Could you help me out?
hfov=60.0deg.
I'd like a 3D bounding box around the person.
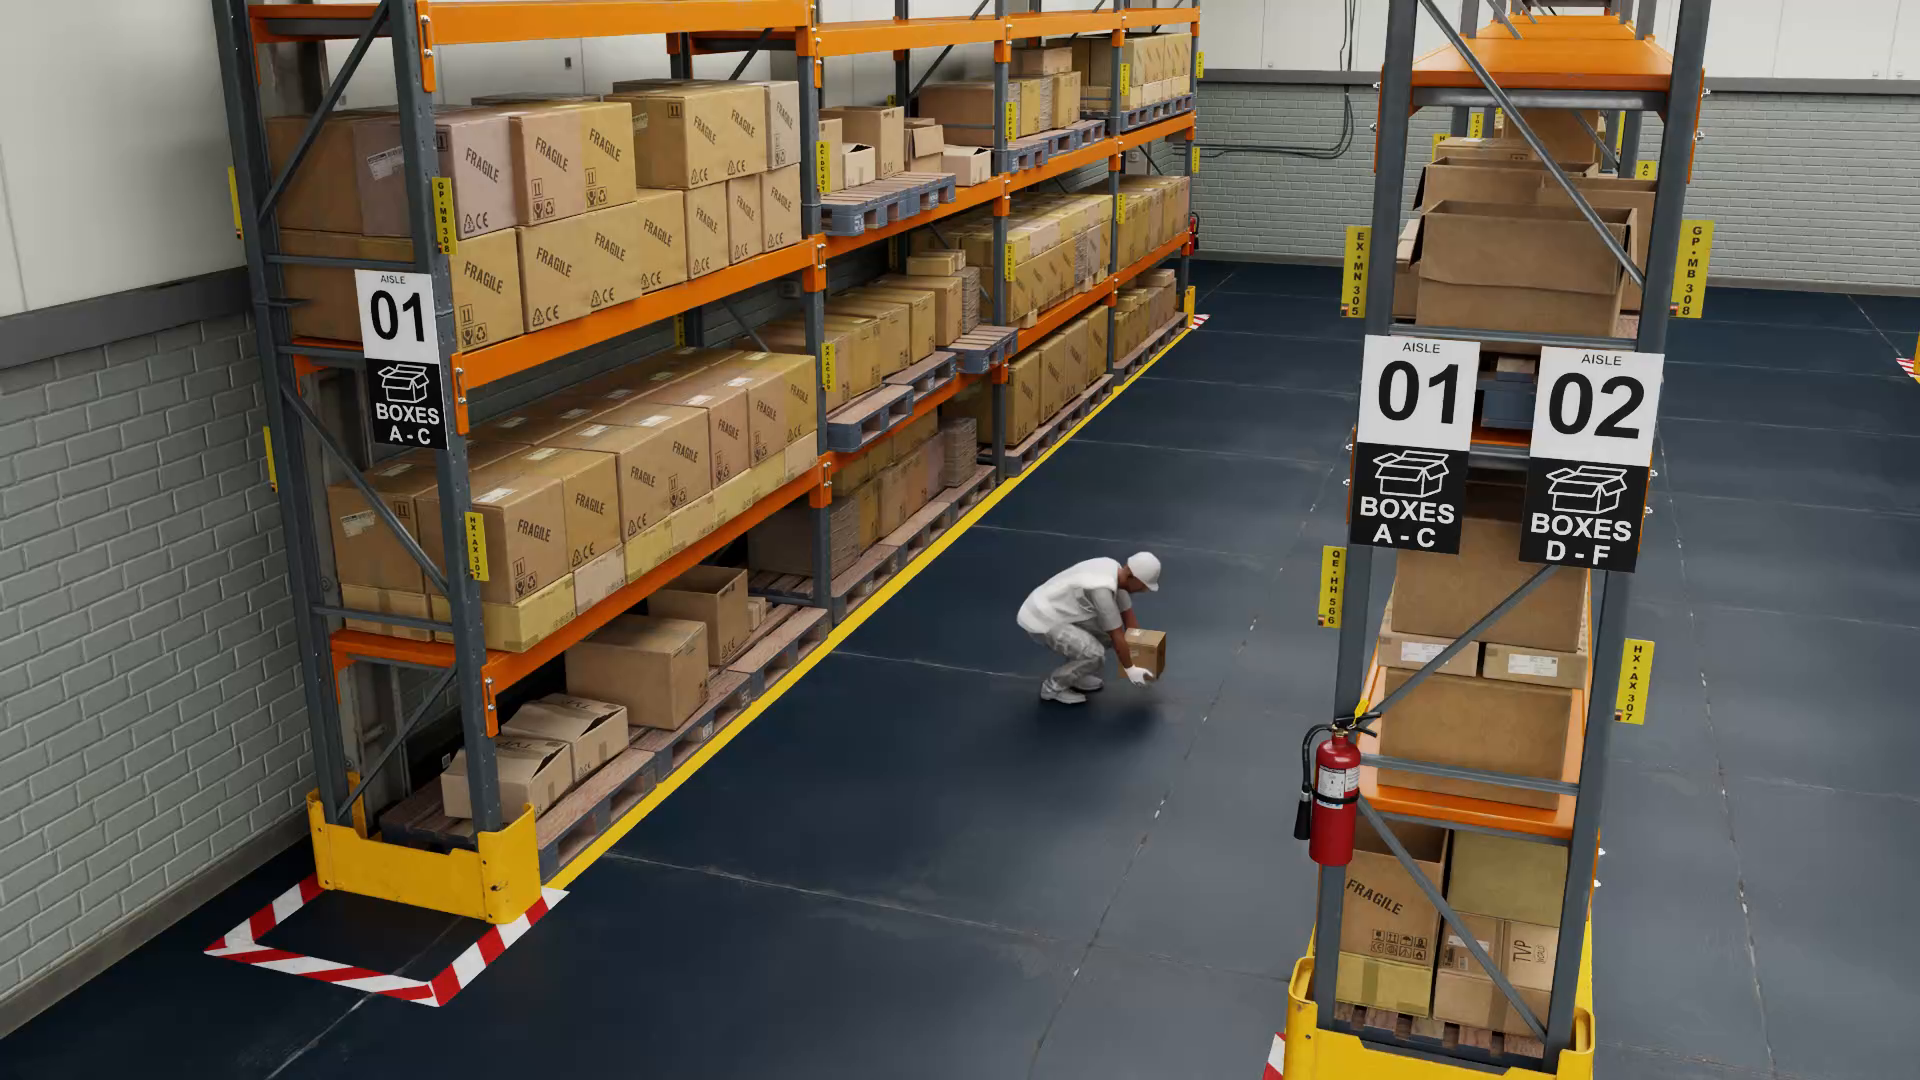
[{"bbox_3d":[0.842,0.531,10.685,0.924,1.002,0.554,6,19,17],"label":"person"}]
